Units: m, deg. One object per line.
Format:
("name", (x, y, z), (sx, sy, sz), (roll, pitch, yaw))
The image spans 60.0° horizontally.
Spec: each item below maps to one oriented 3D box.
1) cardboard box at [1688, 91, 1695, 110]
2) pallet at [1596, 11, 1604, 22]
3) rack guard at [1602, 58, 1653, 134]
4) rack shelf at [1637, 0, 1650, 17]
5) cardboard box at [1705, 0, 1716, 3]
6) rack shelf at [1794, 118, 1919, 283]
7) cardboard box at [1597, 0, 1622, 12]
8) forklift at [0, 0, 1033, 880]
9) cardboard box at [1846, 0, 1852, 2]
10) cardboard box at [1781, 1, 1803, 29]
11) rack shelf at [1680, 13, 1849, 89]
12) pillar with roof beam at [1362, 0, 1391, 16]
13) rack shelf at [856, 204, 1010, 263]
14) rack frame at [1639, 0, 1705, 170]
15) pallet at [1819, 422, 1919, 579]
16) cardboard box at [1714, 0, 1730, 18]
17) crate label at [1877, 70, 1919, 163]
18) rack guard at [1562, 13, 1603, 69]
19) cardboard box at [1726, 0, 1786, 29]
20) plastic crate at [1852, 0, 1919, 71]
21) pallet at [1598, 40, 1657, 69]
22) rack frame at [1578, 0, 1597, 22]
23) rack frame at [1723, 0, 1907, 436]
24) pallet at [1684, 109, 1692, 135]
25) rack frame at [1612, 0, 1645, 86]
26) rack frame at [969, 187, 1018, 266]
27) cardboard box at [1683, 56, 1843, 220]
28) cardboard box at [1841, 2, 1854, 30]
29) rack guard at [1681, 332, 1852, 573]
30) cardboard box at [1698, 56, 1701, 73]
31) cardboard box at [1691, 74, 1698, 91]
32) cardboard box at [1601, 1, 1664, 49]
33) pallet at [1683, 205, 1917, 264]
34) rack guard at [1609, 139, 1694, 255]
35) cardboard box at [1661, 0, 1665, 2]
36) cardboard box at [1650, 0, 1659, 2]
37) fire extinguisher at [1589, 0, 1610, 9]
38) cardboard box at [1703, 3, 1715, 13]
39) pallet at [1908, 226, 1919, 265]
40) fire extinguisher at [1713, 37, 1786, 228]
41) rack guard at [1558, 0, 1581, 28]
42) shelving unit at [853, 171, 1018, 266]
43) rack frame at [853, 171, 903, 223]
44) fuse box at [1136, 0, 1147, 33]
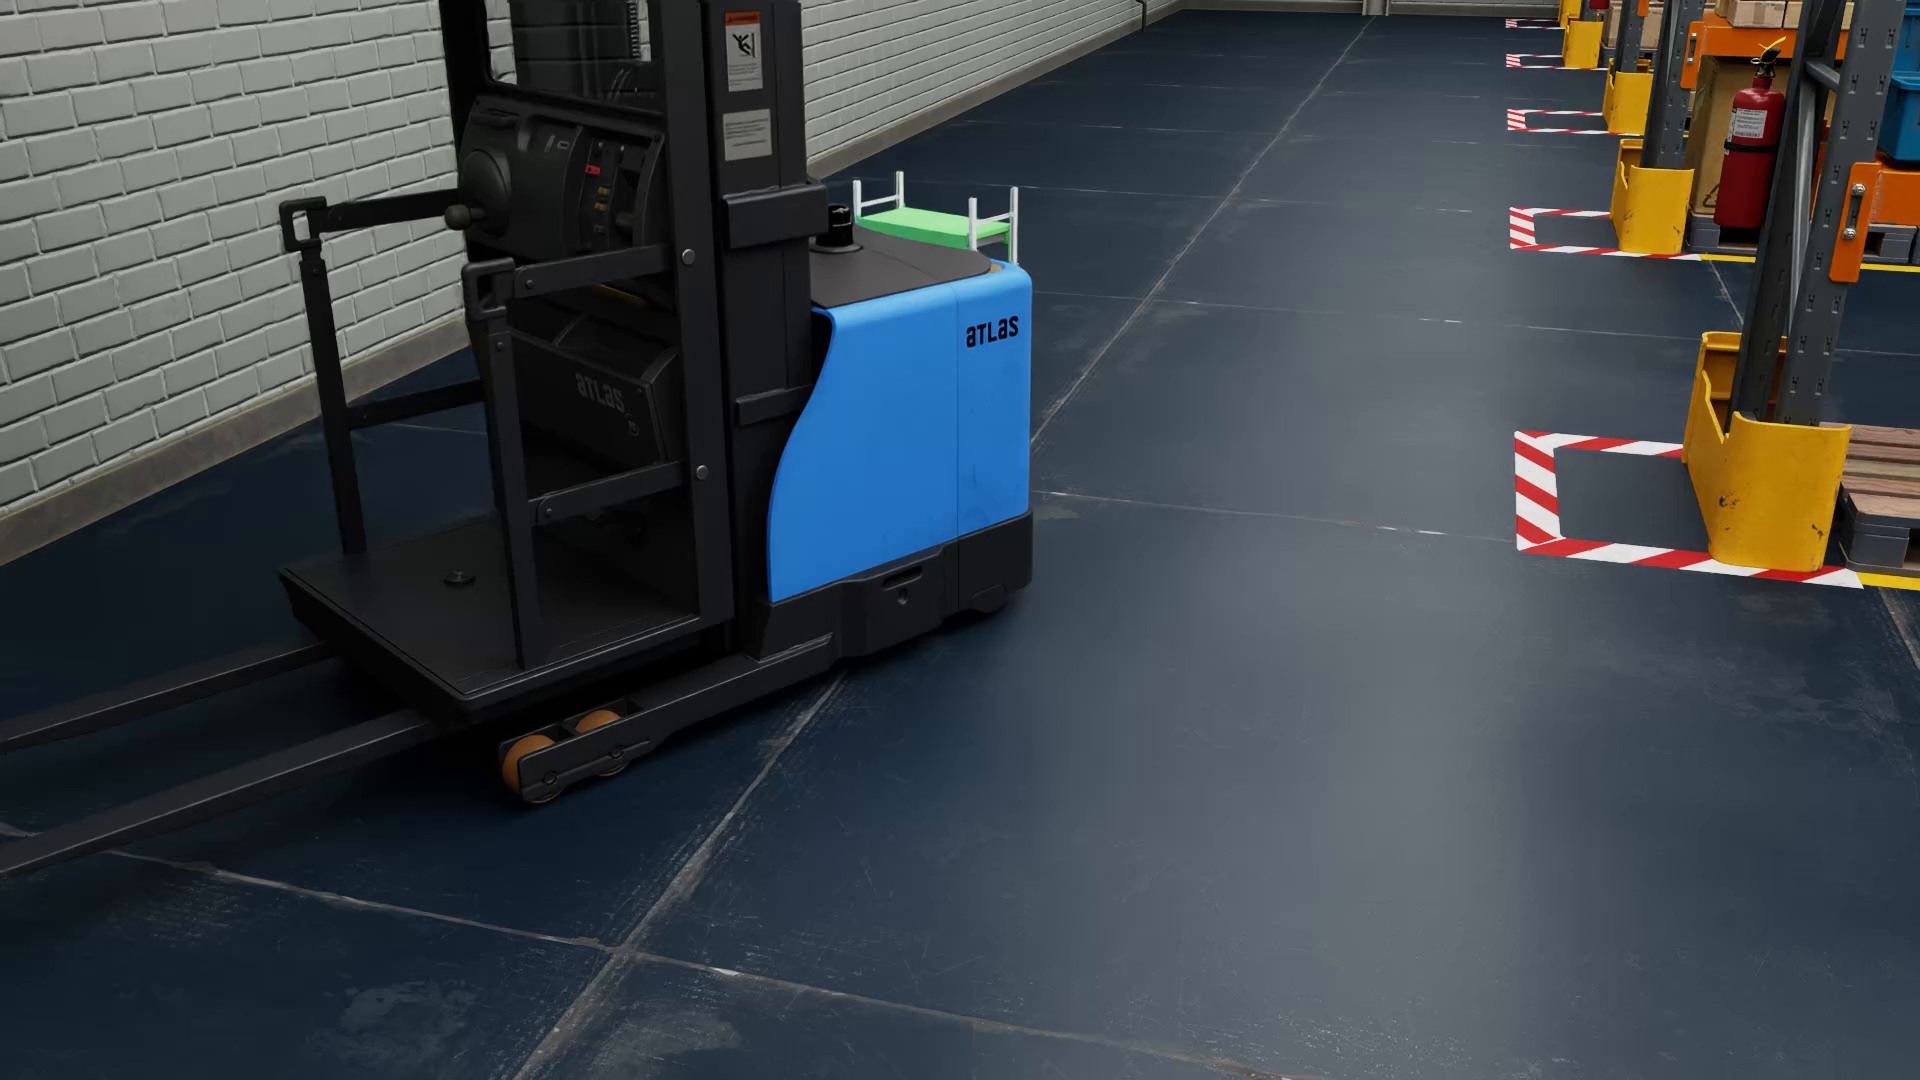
("cardboard box", (6.254, -3.797, 14.277), (0.250, 0.149, 0.380), (7, 23, 17))
("pallet", (9.444, -7.323, 23.345), (1.213, 0.211, 1.003), (7, 23, 16))
("rack guard", (5.917, -3.931, 14.694), (0.348, 0.500, 1.175), (7, 23, 16))
("rack shelf", (7.759, -4.543, 13.842), (4.000, 0.370, 1.077), (7, 23, 16))
("cardboard box", (10.451, -7.443, 22.703), (0.500, 0.500, 0.500), (7, 23, 17))
("rack shelf", (4.799, -0.953, 5.088), (4.000, 0.370, 1.077), (7, 23, 16))
("cardboard box", (9.166, -7.647, 23.195), (0.637, 0.503, 0.797), (6, 23, 13))
("forklift", (-1.192, -0.920, 4.151), (3.031, 2.935, 1.130), (-20, 29, -39))
("cardboard box", (5.196, -3.167, 9.345), (0.500, 0.250, 0.500), (6, 23, 15))
("cardboard box", (4.806, -3.002, 9.467), (0.250, 0.149, 0.380), (6, 23, 15))
("rack shelf", (6.230, -2.752, 9.475), (4.000, 0.370, 1.077), (7, 23, 16))
("pillar with roof beam", (5.043, -10.543, 19.616), (0.400, 9.000, 9.100), (7, 23, 16))
("rack shelf", (-0.083, -0.995, 5.519), (0.480, 0.148, 0.258), (17, 28, 35))
("rack frame", (4.315, -3.304, 9.873), (0.127, 3.000, 1.000), (7, 23, 16))
("pallet", (3.663, -0.110, 5.761), (1.213, 0.211, 1.003), (7, 23, 16))
("cardboard box", (4.751, -3.269, 10.118), (0.250, 0.149, 0.380), (7, 23, 17))
("crate label", (3.026, -1.309, 5.149), (0.303, 0.233, 0.416), (7, 23, 16))
("rack guard", (7.155, -5.751, 19.132), (0.348, 0.500, 1.175), (7, 23, 16))
("cardboard box", (4.560, -3.029, 9.534), (0.250, 0.149, 0.380), (7, 23, 16))
("plastic crate", (3.259, -1.580, 5.544), (0.499, 0.435, 0.616), (7, 23, 16))
("pallet", (7.966, -5.556, 19.036), (1.213, 0.211, 1.003), (7, 23, 16))
("rack frame", (7.178, -6.905, 18.651), (0.127, 3.000, 1.000), (7, 23, 16))
("rack frame", (2.884, -1.505, 5.486), (0.127, 3.000, 1.000), (7, 23, 16))
("pallet", (6.685, -3.695, 14.500), (1.213, 0.211, 1.003), (7, 23, 16))
("rack frame", (5.845, -5.095, 14.240), (0.127, 3.000, 1.000), (7, 23, 16))
("rack frame", (0.108, -0.553, 5.536), (0.015, 1.200, 0.240), (17, 28, 35))
("cardboard box", (4.951, -2.475, 10.097), (0.875, 0.875, 0.875), (7, 23, 16))
("cardboard box", (5.051, -2.974, 9.398), (0.250, 0.149, 0.380), (6, 23, 14))
("rack guard", (2.858, -0.346, 5.956), (0.348, 0.500, 1.175), (7, 23, 16))
("cardboard box", (6.248, -4.065, 14.147), (0.250, 0.149, 0.380), (5, 23, 13))
("cardboard box", (6.272, -3.958, 14.277), (0.250, 0.149, 0.380), (8, 23, 18))
("cardboard box", (7.839, -5.878, 18.970), (0.875, 0.438, 0.875), (6, 23, 14))
("pallet", (5.103, -1.955, 10.258), (1.213, 0.211, 1.003), (7, 23, 16))
("rack guard", (4.292, -2.151, 10.354), (0.348, 0.500, 1.175), (7, 23, 16))
("cardboard box", (9.973, -7.537, 22.933), (0.500, 0.500, 0.700), (8, 23, 18))
("cardboard box", (9.562, -7.422, 23.115), (0.250, 0.149, 0.380), (6, 23, 13))
("fire extinguisher", (5.737, -5.082, 14.801), (0.183, 0.674, 0.296), (7, 23, 16))
("cardboard box", (8.717, -5.781, 18.733), (0.875, 0.438, 0.875), (7, 23, 17))
("pallet", (6.267, -1.821, 9.930), (1.213, 0.211, 1.003), (7, 23, 16))
("fire extinguisher", (2.871, -1.478, 6.015), (0.183, 0.674, 0.296), (7, 23, 16))
("rack guard", (8.681, -7.544, 23.503), (0.348, 0.500, 1.175), (7, 23, 16))
("shelving unit", (-0.083, -0.610, 5.676), (0.503, 1.200, 0.258), (17, 28, 35))
("rack frame", (-0.274, -0.668, 5.817), (0.015, 1.200, 0.240), (17, 28, 35))
("fuse box", (2.519, -7.666, 22.204), (0.414, 1.711, 0.539), (7, 23, 16))
